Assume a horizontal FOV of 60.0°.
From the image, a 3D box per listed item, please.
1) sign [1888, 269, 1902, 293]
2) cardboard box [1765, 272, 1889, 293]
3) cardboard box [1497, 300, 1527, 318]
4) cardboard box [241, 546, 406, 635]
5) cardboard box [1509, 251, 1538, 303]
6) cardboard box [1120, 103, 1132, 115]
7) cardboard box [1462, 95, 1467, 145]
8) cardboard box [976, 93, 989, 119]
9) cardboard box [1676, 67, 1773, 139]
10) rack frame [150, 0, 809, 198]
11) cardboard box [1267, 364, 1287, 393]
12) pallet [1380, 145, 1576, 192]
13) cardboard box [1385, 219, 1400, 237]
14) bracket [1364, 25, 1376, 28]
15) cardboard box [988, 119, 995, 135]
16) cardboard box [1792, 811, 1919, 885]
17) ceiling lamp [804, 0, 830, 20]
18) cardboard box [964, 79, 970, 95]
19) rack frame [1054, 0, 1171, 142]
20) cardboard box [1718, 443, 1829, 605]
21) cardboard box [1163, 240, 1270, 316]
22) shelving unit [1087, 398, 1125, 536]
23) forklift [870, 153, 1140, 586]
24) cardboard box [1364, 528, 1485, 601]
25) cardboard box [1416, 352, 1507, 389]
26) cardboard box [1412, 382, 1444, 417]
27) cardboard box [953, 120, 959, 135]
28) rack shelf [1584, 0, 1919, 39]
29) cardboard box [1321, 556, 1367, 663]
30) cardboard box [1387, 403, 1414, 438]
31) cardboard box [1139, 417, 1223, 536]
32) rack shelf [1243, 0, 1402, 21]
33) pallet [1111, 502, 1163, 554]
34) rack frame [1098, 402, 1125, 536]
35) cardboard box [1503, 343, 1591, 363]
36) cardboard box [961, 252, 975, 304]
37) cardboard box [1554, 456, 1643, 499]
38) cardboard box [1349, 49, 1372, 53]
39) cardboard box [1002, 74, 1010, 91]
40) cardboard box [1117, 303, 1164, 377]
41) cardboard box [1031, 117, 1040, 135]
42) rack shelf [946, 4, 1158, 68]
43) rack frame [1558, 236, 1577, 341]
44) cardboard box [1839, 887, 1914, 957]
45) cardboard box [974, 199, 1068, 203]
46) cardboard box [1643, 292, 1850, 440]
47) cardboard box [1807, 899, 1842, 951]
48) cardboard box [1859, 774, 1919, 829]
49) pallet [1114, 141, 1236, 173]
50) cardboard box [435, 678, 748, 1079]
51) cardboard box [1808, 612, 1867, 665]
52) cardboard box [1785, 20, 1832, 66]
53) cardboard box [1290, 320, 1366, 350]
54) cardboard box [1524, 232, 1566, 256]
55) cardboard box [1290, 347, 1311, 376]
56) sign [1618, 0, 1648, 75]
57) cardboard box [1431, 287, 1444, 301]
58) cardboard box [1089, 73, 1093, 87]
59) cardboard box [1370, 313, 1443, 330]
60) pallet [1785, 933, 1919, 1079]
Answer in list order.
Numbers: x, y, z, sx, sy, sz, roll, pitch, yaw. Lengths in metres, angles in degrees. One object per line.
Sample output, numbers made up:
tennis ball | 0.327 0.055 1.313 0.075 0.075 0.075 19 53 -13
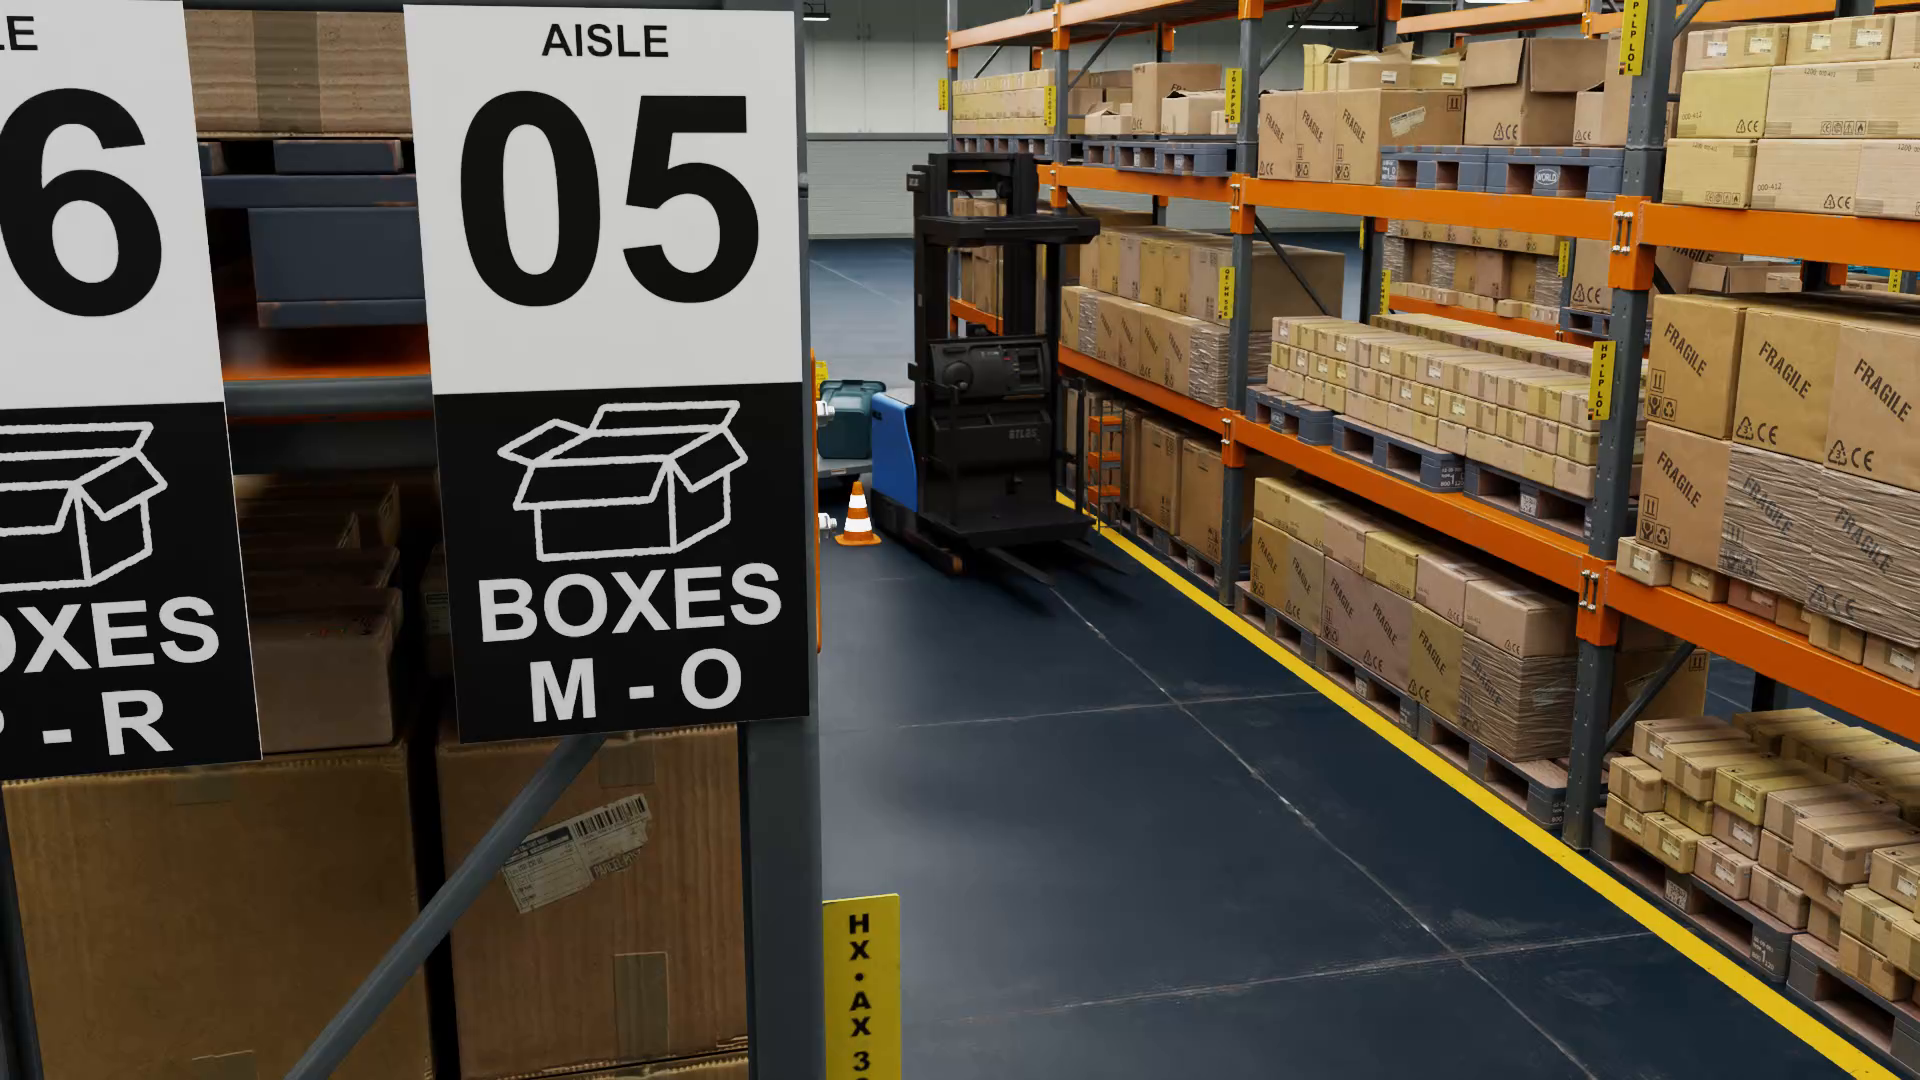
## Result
sign | 6.562 -1.793 11.673 0.100 0.325 0.005 -3 14 -13
cardboard box | 6.694 -1.800 12.877 0.700 0.500 0.500 -1 14 -5
cardboard box | 5.595 -2.306 16.575 0.380 0.149 0.250 -3 14 -13
cardboard box | -1.028 0.118 2.439 0.380 0.149 0.250 -3 14 -12
cardboard box | 6.019 -2.642 16.583 0.875 0.500 0.500 -3 14 -13
cardboard box | 1.625 -3.454 13.644 0.500 0.250 0.500 -3 14 -13
cardboard box | 2.867 -2.206 9.106 0.500 0.500 0.500 -3 14 -13
cardboard box | 0.467 -4.316 16.547 0.500 0.250 0.500 -3 14 -14
cardboard box | 3.062 -1.628 6.214 0.500 0.250 0.500 -3 14 -11
rack frame | -0.666 -1.818 1.407 1.000 3.000 0.127 -3 14 -13
cardboard box | 2.152 -1.016 10.409 0.380 0.149 0.250 -3 14 -14
pallet | 2.894 -1.879 8.373 1.213 0.211 1.003 -3 14 -13
cardboard box | 5.073 -3.684 18.740 0.500 0.500 0.500 -3 14 -13
bracket | 12.752 -15.932 51.594 0.076 0.066 3.189 -3 14 -13
cardboard box | 0.490 -4.035 16.235 0.380 0.149 0.250 -3 14 -13
cardboard box | 3.240 1.102 5.965 0.380 0.149 0.250 -3 14 -12
ceiling lamp | -4.299 -14.562 41.272 2.000 3.185 0.800 -3 14 -13
cardboard box | 0.251 -4.657 17.103 0.380 0.149 0.250 -3 14 -14
rack frame | 1.303 -4.885 13.963 1.000 3.000 0.127 -3 14 -13
cardboard box | 3.177 -0.077 6.083 0.500 0.500 0.500 -3 14 -13
cardboard box | 1.904 -1.922 12.154 0.700 0.500 0.500 -4 14 -14
shelving unit | 1.144 -0.575 13.070 0.215 1.050 0.252 -4 14 -16
forklift | 0.311 -1.277 11.979 1.130 2.935 3.031 -6 15 -22
cardboard box | 2.516 0.122 8.908 0.500 0.250 0.500 -4 14 -16
cardboard box | 2.593 -0.879 8.595 0.380 0.149 0.250 -4 14 -16
cardboard box | 2.584 -0.737 8.640 0.380 0.149 0.250 -3 14 -13
cardboard box | 0.133 -4.385 17.667 0.380 0.149 0.250 -3 14 -13
rack shelf | 6.618 -4.133 13.243 1.077 0.370 4.000 -3 14 -13
cardboard box | 2.407 0.373 9.461 0.500 0.500 0.500 -4 14 -15
cardboard box | 2.525 -0.650 8.911 0.380 0.149 0.250 -4 14 -15
cardboard box | 1.978 -0.506 12.535 1.050 0.750 0.750 -3 14 -12
rack shelf | 2.712 -2.957 8.430 1.077 0.370 4.000 -3 14 -13
pallet | 1.848 -0.161 13.140 1.003 0.211 1.213 -3 14 -13
rack frame | 1.178 -0.548 12.956 0.200 1.050 0.008 -4 14 -16
cardboard box | 3.165 -0.973 8.981 0.380 0.149 0.250 -3 14 -11
cardboard box | 0.495 -2.884 18.094 0.875 0.550 0.550 -3 14 -13
cardboard box | 2.896 -0.288 7.430 0.380 0.149 0.250 -4 14 -14
cardboard box | 2.590 -2.847 10.116 0.396 0.266 0.258 -3 14 -13
cardboard box | 0.612 -4.304 15.657 0.380 0.149 0.250 -3 14 -14
cardboard box | 1.518 -1.534 12.676 0.500 0.500 0.500 -3 14 -12
cardboard box | 0.848 -3.683 14.796 0.380 0.149 0.250 -3 14 -12
rack shelf | 0.834 -4.803 15.984 1.077 0.370 4.000 -3 14 -13
rack frame | 6.148 -2.224 15.711 1.000 3.000 0.127 -3 14 -13
cardboard box | 3.295 1.309 5.745 0.380 0.149 0.250 -3 14 -14
cardboard box | 0.632 -3.282 17.448 0.875 0.550 0.550 -3 14 -13
cardboard box | 3.051 -0.687 6.473 0.500 0.500 0.500 -3 14 -12
cardboard box | 3.332 1.389 6.043 0.380 0.149 0.250 -4 14 -16
cardboard box | 3.668 1.012 6.333 0.380 0.149 0.250 -3 14 -11
pallet | 1.774 -2.817 12.215 1.003 0.211 1.213 -3 14 -11
cardboard box | -0.502 0.436 2.506 0.500 0.500 0.500 -4 14 -14
cardboard box | 3.231 0.319 5.830 0.380 0.149 0.250 -3 14 -12
cardboard box | 3.160 -1.746 5.857 0.380 0.149 0.250 -3 14 -14
cardboard box | 2.229 -1.240 10.073 0.380 0.149 0.250 -4 14 -15
cardboard box | 5.775 -2.991 15.907 0.500 0.500 0.500 -3 14 -13
cardboard box | 2.227 -1.090 10.084 0.380 0.149 0.250 -3 14 -10
sign | 2.643 -1.993 6.526 0.100 0.325 0.005 -3 14 -13
cardboard box | 5.344 -2.658 18.015 0.380 0.149 0.250 -3 14 -13
cardboard box | 1.368 -4.225 15.333 0.380 0.149 0.250 -4 14 -14
cardboard box | 2.803 -1.332 10.449 0.380 0.149 0.250 -4 14 -15
pallet | 3.664 1.664 5.671 1.003 0.211 1.213 -3 14 -13
